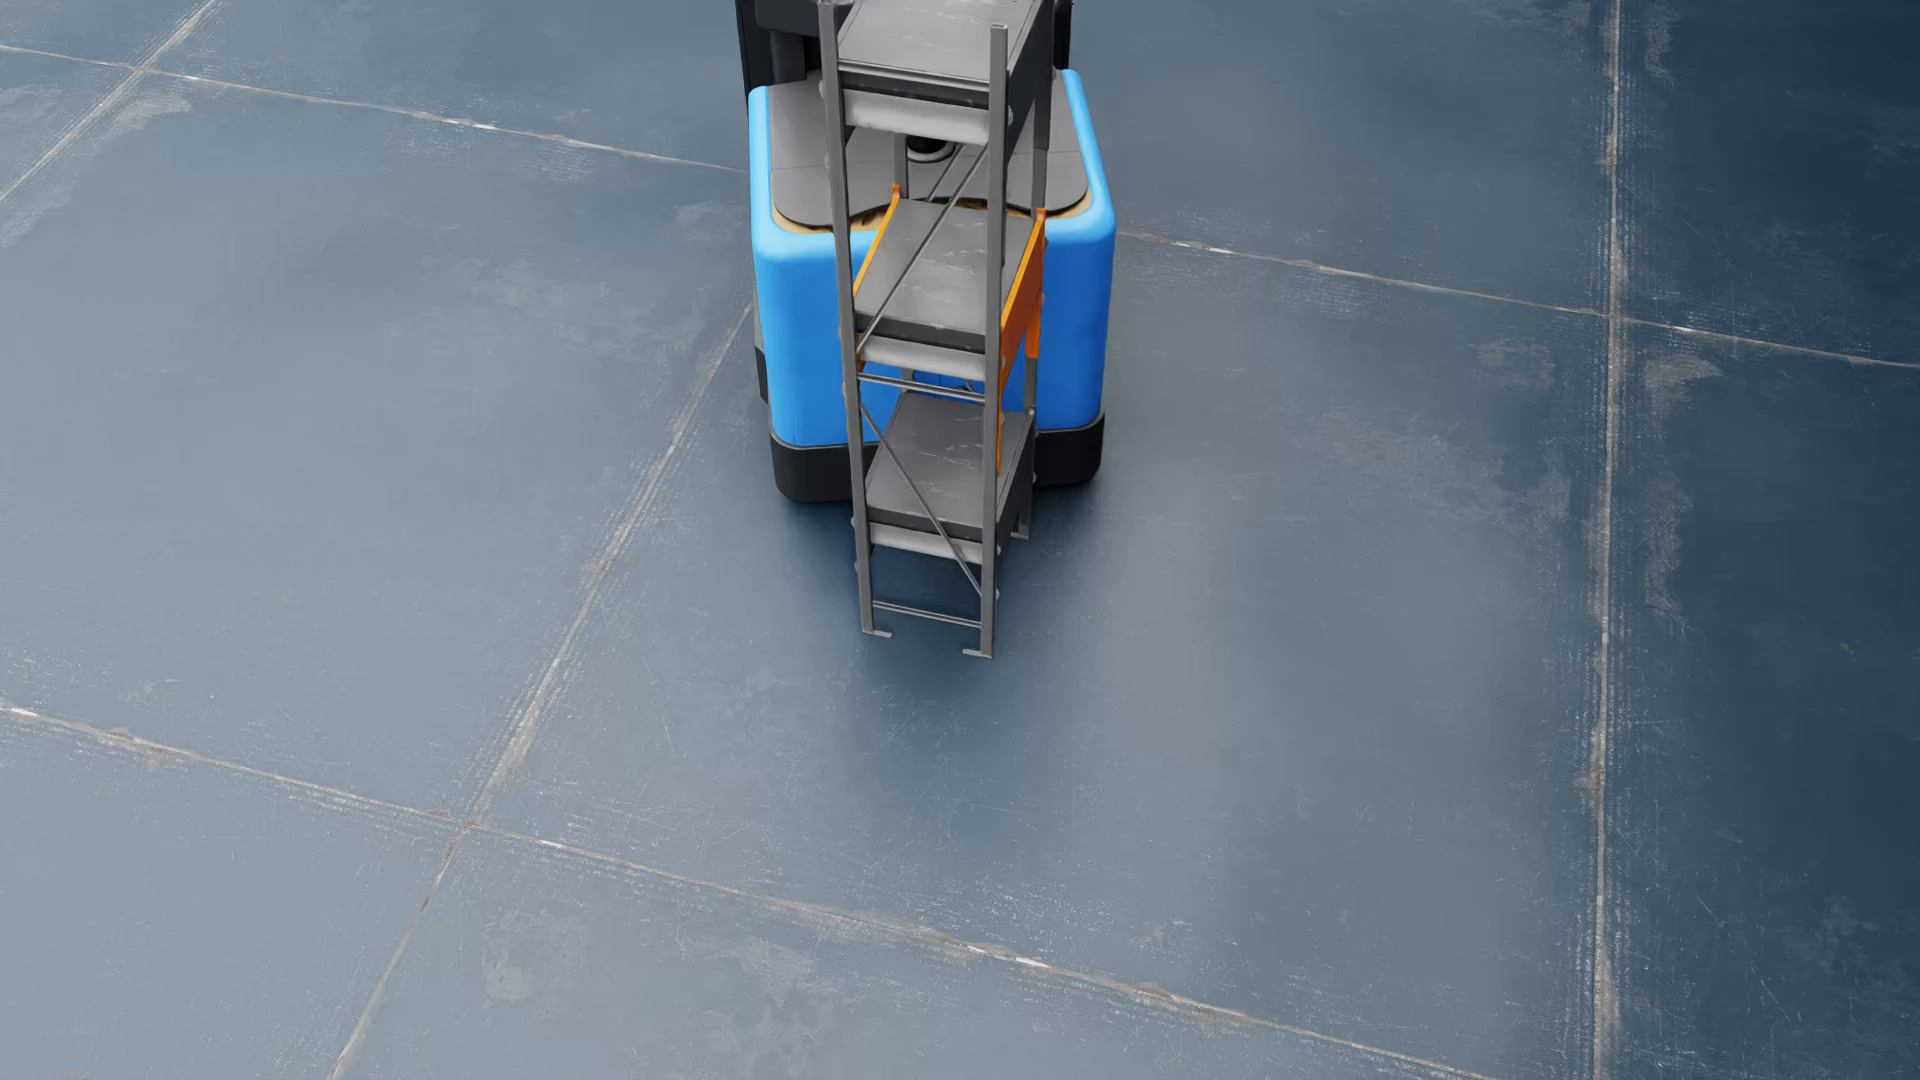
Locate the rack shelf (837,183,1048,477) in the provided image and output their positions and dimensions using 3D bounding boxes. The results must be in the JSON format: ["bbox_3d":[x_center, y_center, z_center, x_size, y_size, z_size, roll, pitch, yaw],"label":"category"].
[{"bbox_3d":[-0.037,-0.549,4.352,0.431,0.518,0.480,11,49,10],"label":"rack shelf"}]

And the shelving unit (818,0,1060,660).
[{"bbox_3d":[-0.037,-0.558,4.342,0.431,2.100,0.503,11,49,10],"label":"shelving unit"}]

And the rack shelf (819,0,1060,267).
[{"bbox_3d":[-0.037,-1.012,3.827,0.431,0.518,0.480,11,49,10],"label":"rack shelf"}]

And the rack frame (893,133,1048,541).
[{"bbox_3d":[0.024,-0.735,4.498,0.400,2.100,0.015,11,49,10],"label":"rack frame"}]

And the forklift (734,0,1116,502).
[{"bbox_3d":[-0.206,-2.202,5.238,1.130,2.935,3.031,-4,49,-4],"label":"forklift"}]

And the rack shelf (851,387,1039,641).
[{"bbox_3d":[-0.037,-0.086,4.877,0.431,0.518,0.480,11,49,10],"label":"rack shelf"}]

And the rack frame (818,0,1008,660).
[{"bbox_3d":[-0.098,-0.381,4.186,0.400,2.100,0.015,11,49,10],"label":"rack frame"}]
